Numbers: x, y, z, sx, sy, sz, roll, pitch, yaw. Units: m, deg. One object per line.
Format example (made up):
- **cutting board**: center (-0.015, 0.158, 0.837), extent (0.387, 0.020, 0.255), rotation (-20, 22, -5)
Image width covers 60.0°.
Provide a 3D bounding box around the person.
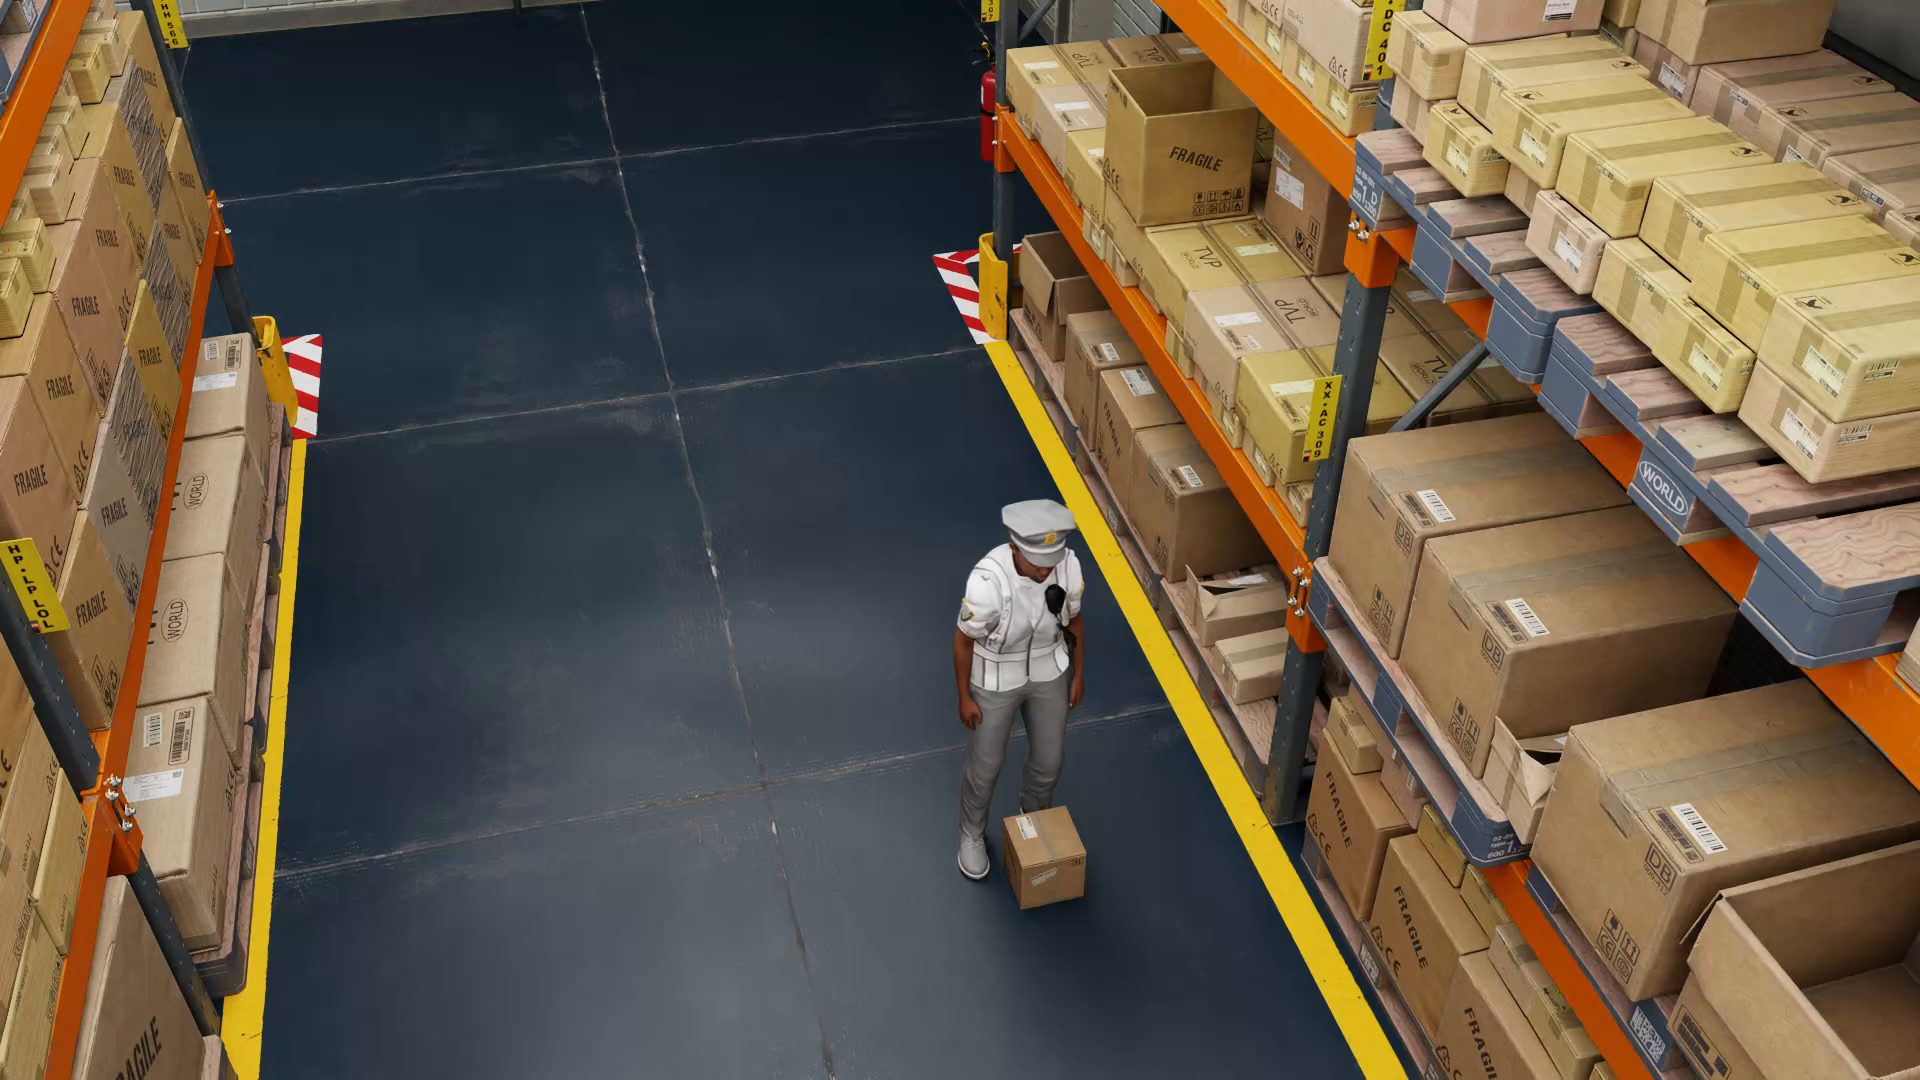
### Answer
- **person**: center (0.213, 0.523, 6.055), extent (0.510, 1.657, 0.396), rotation (-11, 40, -14)
